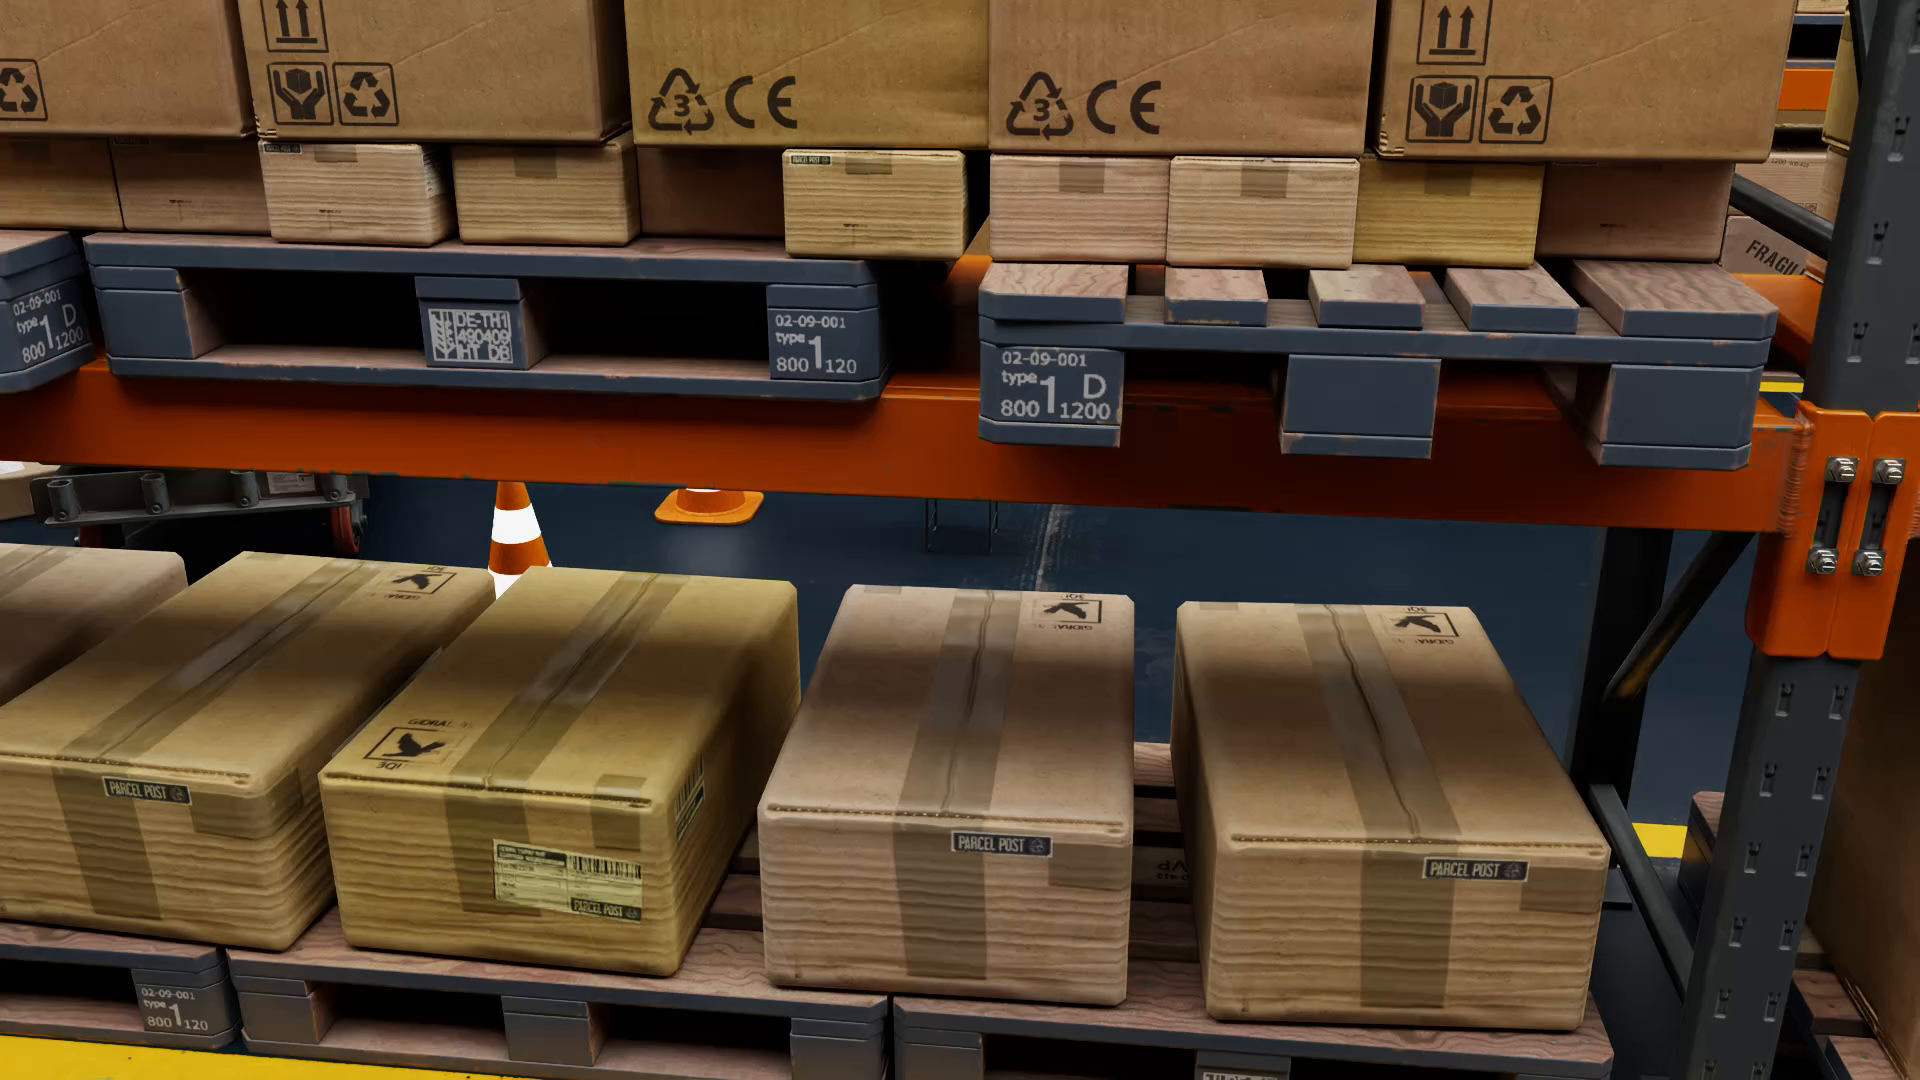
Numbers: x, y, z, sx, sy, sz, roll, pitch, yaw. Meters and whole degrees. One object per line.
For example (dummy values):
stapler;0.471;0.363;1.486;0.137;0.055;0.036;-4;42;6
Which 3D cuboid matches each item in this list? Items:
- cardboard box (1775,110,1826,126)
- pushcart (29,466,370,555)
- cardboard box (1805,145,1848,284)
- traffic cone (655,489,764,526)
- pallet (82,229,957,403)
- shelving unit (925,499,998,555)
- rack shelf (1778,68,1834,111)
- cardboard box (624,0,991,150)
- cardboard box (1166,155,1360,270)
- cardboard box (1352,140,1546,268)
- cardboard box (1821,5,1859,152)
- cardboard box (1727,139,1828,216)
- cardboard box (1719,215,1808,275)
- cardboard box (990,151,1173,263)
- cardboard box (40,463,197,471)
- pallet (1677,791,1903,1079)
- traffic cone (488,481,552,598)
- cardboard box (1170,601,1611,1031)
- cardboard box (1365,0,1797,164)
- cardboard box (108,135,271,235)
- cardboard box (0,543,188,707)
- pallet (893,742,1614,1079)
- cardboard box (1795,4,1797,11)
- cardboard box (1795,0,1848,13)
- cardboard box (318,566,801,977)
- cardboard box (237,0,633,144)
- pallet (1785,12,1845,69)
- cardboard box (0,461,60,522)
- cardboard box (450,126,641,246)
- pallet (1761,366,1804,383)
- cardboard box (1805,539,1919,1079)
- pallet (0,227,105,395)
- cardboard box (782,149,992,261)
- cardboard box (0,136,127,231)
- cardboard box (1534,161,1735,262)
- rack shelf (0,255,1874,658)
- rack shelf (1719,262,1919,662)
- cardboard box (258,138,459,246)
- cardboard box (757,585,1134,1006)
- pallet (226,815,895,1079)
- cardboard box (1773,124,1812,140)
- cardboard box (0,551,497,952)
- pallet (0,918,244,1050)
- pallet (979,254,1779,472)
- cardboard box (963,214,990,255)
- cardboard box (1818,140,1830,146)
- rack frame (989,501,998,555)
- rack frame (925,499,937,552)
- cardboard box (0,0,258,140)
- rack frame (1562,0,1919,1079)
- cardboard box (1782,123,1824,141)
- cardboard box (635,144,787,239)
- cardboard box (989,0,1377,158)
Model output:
cardboard box;5.812;-3.195;11.759;0.875;0.875;1.225;3;22;6
pushcart;-2.442;-0.310;5.711;0.936;0.377;1.648;-5;22;-12
cardboard box;1.844;-0.525;2.892;0.500;0.250;0.500;2;22;4
traffic cone;-0.859;-0.325;5.633;0.334;0.463;0.336;2;22;6
pallet;-0.660;-0.503;2.894;1.213;0.211;1.003;2;22;6
shelving unit;0.008;-0.418;5.273;0.210;0.900;0.258;2;22;6
rack shelf;3.779;-1.912;7.176;4.000;0.370;1.077;2;22;6
cardboard box;-0.189;-0.860;2.423;0.500;0.500;0.500;1;22;3
cardboard box;0.428;-0.508;2.416;0.250;0.149;0.380;2;22;6
cardboard box;0.683;-0.514;2.430;0.250;0.149;0.380;3;22;7
cardboard box;1.822;-0.756;2.797;0.500;0.250;0.500;2;22;6
cardboard box;3.443;-1.549;7.087;0.500;0.250;0.500;3;22;7
cardboard box;3.476;-1.202;7.228;0.500;0.500;0.500;2;22;5
cardboard box;0.179;-0.522;2.451;0.250;0.149;0.380;1;22;4
cardboard box;-2.481;-0.536;5.085;0.500;0.500;0.500;2;22;6
pallet;2.085;0.836;3.037;1.213;0.211;1.003;2;22;6
traffic cone;-1.265;0.027;4.741;0.334;0.463;0.336;2;22;6
cardboard box;0.751;0.477;3.157;0.625;0.372;0.950;1;22;3
cardboard box;0.827;-0.820;2.323;0.500;0.500;0.500;2;22;5
cardboard box;-1.116;-0.598;2.643;0.250;0.149;0.380;3;22;7
cardboard box;-2.140;0.354;3.469;0.625;0.372;0.950;3;22;7
pallet;0.535;0.740;3.280;1.213;0.211;1.003;2;22;6
cardboard box;3.281;-2.274;6.883;0.250;0.149;0.380;3;22;8
cardboard box;3.531;-2.262;6.853;0.250;0.149;0.380;3;22;7
cardboard box;-0.735;0.413;3.319;0.625;0.372;0.950;3;22;8
cardboard box;-0.731;-0.884;2.484;0.500;0.500;0.500;2;22;4
pallet;3.764;-2.174;7.119;1.213;0.211;1.003;2;22;6
cardboard box;-3.218;-0.242;5.692;0.396;0.266;0.258;-14;25;-31
cardboard box;-0.590;-0.567;2.564;0.250;0.149;0.380;2;22;5
pallet;3.777;-0.949;7.553;1.213;0.211;1.003;2;22;6
cardboard box;1.987;0.331;2.841;0.875;0.875;0.875;2;22;6
pallet;-1.919;-0.520;2.935;1.213;0.211;1.003;2;22;6
cardboard box;-0.096;-0.529;2.469;0.250;0.149;0.380;3;22;7
cardboard box;-1.362;-0.609;2.672;0.250;0.149;0.380;3;22;7
cardboard box;0.958;-0.529;2.468;0.250;0.149;0.380;3;22;8
rack shelf;-0.675;-0.274;3.031;4.000;0.370;1.077;2;22;6
rack shelf;3.297;-0.101;2.594;4.000;0.370;1.077;2;22;6
cardboard box;-0.858;-0.568;2.566;0.250;0.149;0.380;3;22;8
cardboard box;0.017;0.448;3.230;0.625;0.372;0.950;2;22;5
pallet;-0.673;0.687;3.416;1.213;0.211;1.003;2;22;6
cardboard box;3.509;-1.736;7.559;0.500;0.250;0.500;3;22;8
cardboard box;-1.426;0.383;3.393;0.625;0.372;0.950;4;22;10
pallet;-1.888;0.635;3.547;1.213;0.211;1.003;2;22;6
pallet;0.591;-0.425;2.695;1.003;0.211;1.213;2;22;6
cardboard box;0.331;-1.578;7.841;0.750;0.750;1.050;3;22;7
cardboard box;3.961;-1.527;7.031;0.500;0.250;0.500;2;22;4
rack frame;0.109;-0.414;5.262;0.006;0.900;0.240;2;22;6
rack frame;-0.093;-0.423;5.285;0.006;0.900;0.240;2;22;6
cardboard box;-1.242;-0.902;2.530;0.500;0.500;0.500;2;22;6
rack frame;1.311;-0.522;2.680;0.127;3.000;1.000;2;22;6
cardboard box;4.028;-1.716;7.510;0.500;0.250;0.500;3;22;8
cardboard box;-0.331;-0.586;2.612;0.250;0.149;0.380;3;22;7
cardboard box;0.312;-0.839;2.369;0.500;0.500;0.500;2;22;5
